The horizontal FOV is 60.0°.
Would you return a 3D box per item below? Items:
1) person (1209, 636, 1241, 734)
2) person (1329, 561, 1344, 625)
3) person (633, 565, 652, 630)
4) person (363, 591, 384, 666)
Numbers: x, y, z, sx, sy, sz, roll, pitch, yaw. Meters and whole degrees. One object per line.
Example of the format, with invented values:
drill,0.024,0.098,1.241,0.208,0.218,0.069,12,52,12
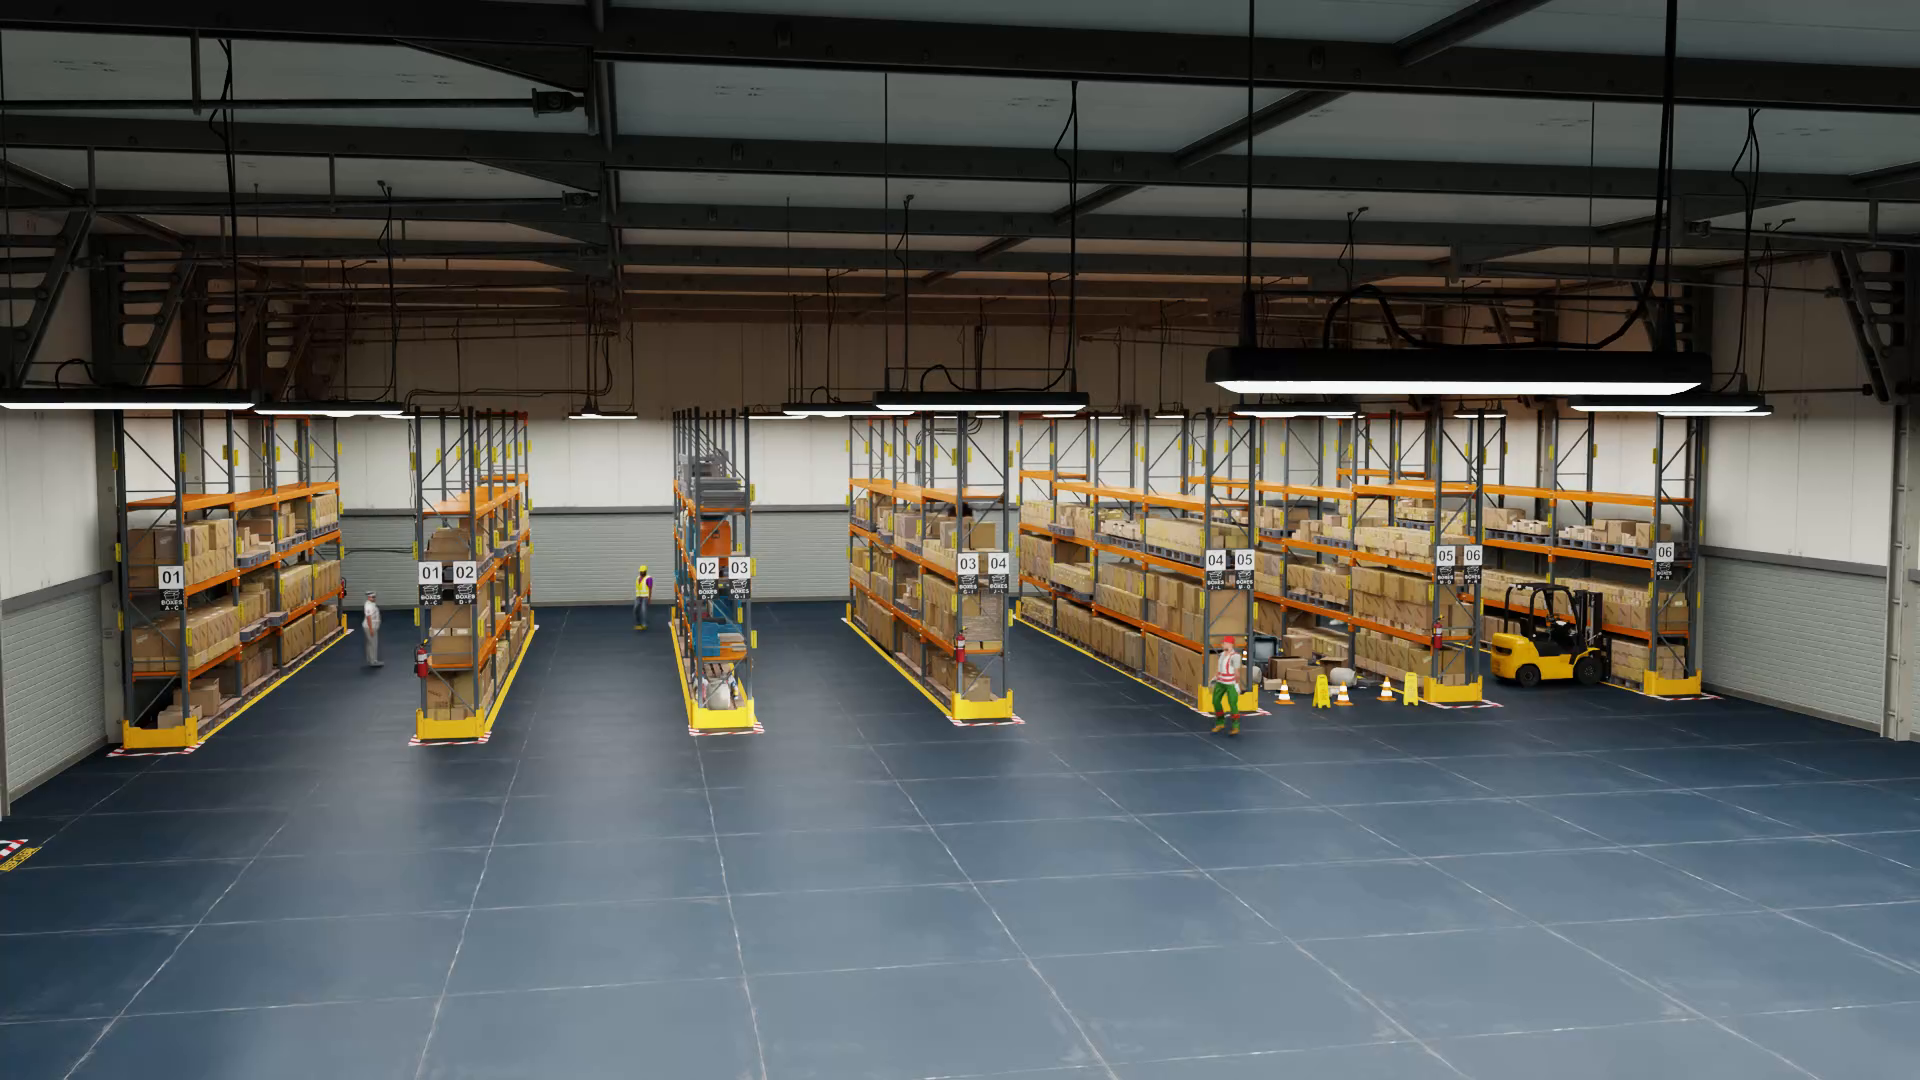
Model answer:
person,4.872,2.646,30.533,0.365,1.806,0.680,-3,5,-38
person,10.682,1.588,47.169,0.451,1.585,0.634,-1,4,-7
person,-8.766,1.608,45.849,0.605,1.818,0.410,2,5,27
person,-13.741,2.062,38.946,0.453,1.762,0.604,-1,4,-20
